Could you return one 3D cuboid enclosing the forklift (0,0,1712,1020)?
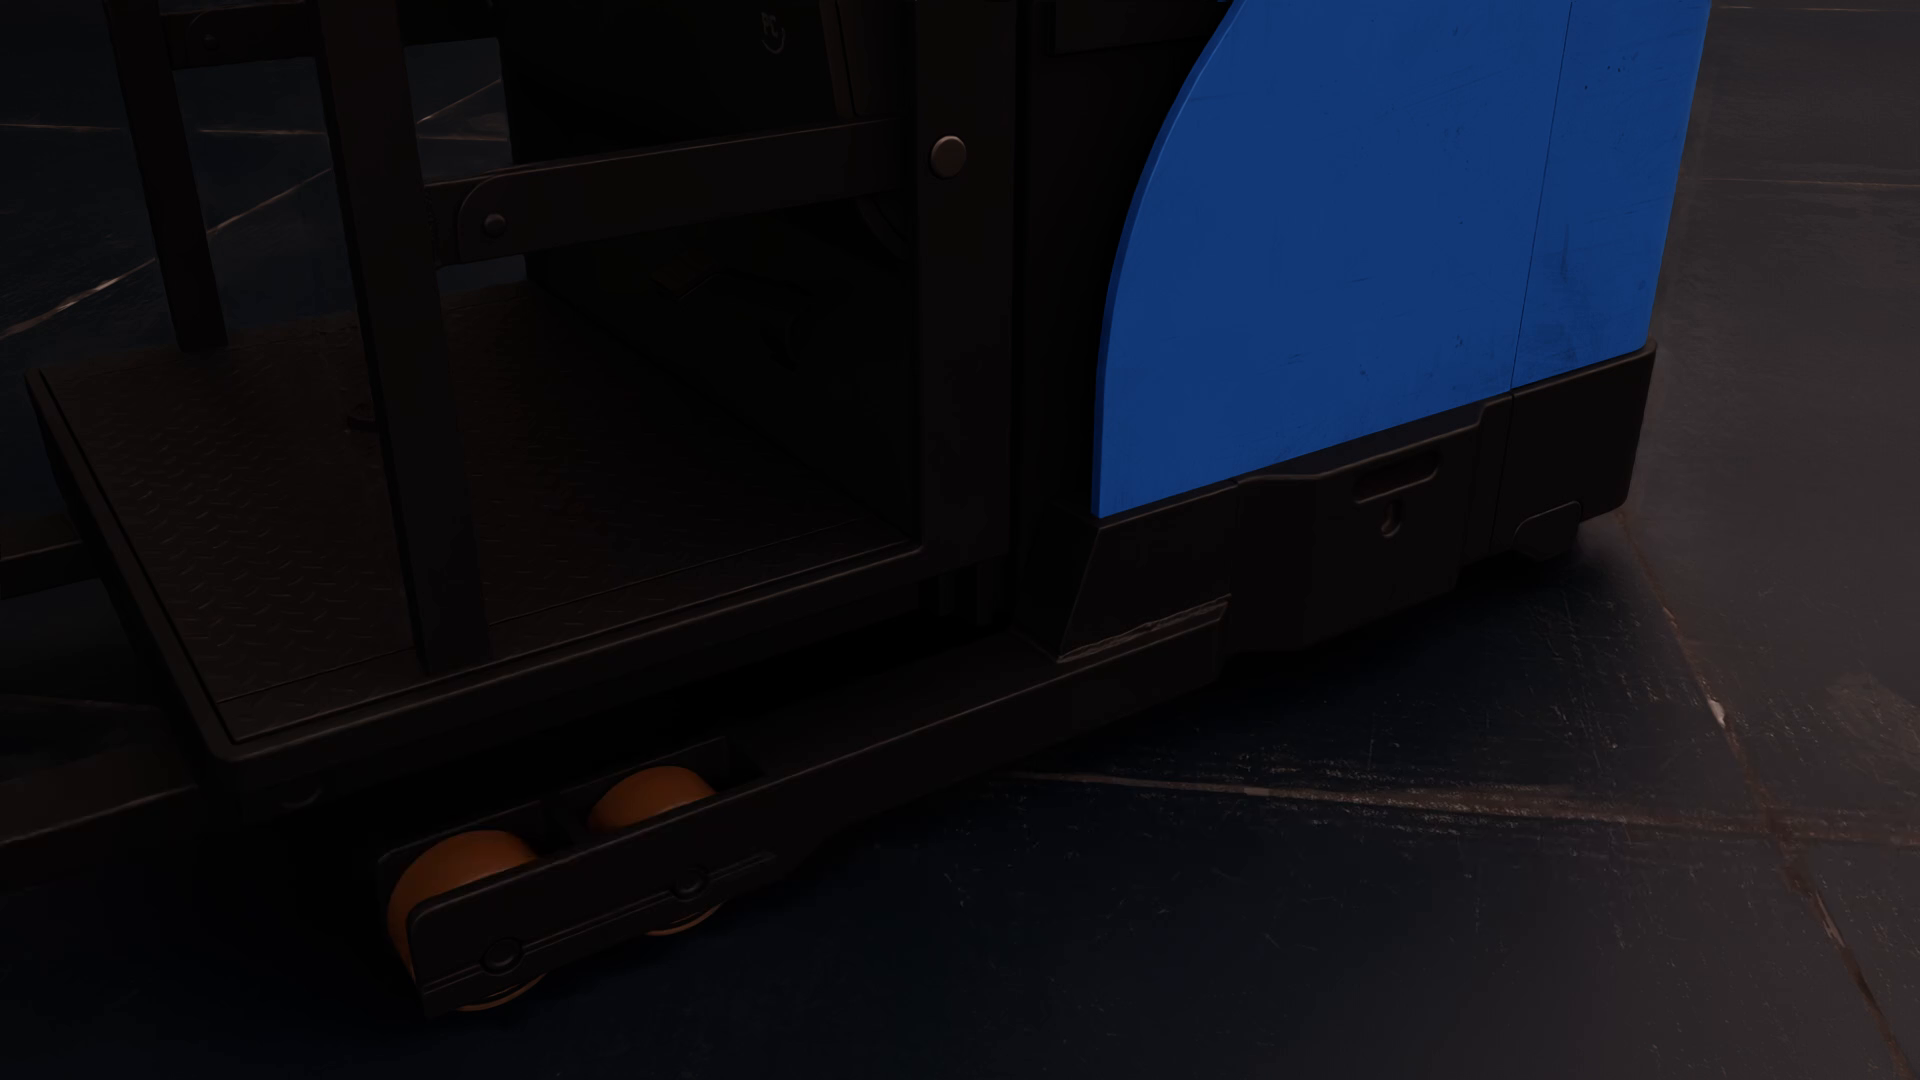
[{"bbox_3d":[-0.508,-1.130,1.483,3.031,2.935,1.130,-17,31,-30],"label":"forklift"}]
